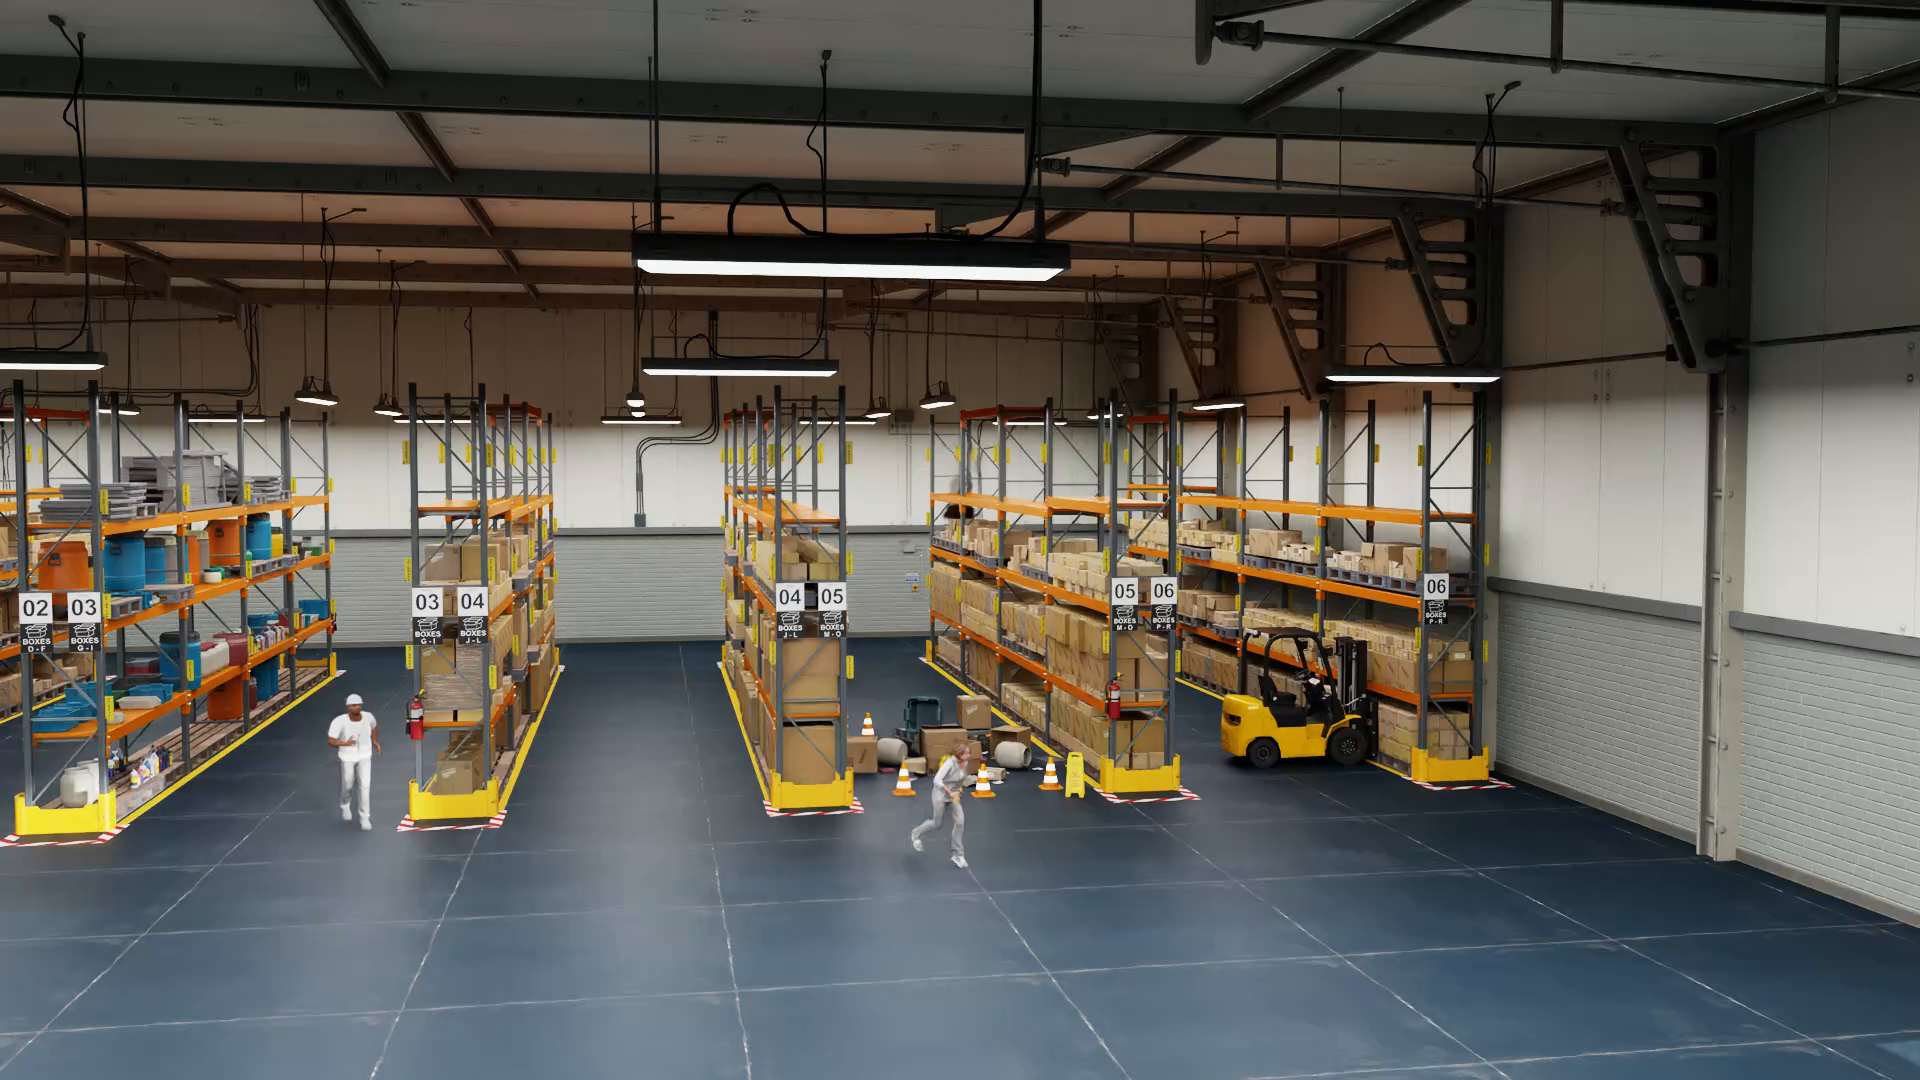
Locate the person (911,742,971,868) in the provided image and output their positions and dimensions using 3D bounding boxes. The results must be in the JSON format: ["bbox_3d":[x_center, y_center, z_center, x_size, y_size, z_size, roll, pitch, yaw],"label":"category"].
[{"bbox_3d":[-0.237,3.219,20.482,0.915,1.547,0.572,2,4,35],"label":"person"}]

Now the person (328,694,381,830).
[{"bbox_3d":[-8.186,2.965,22.481,0.711,1.789,0.860,-2,4,-34],"label":"person"}]
